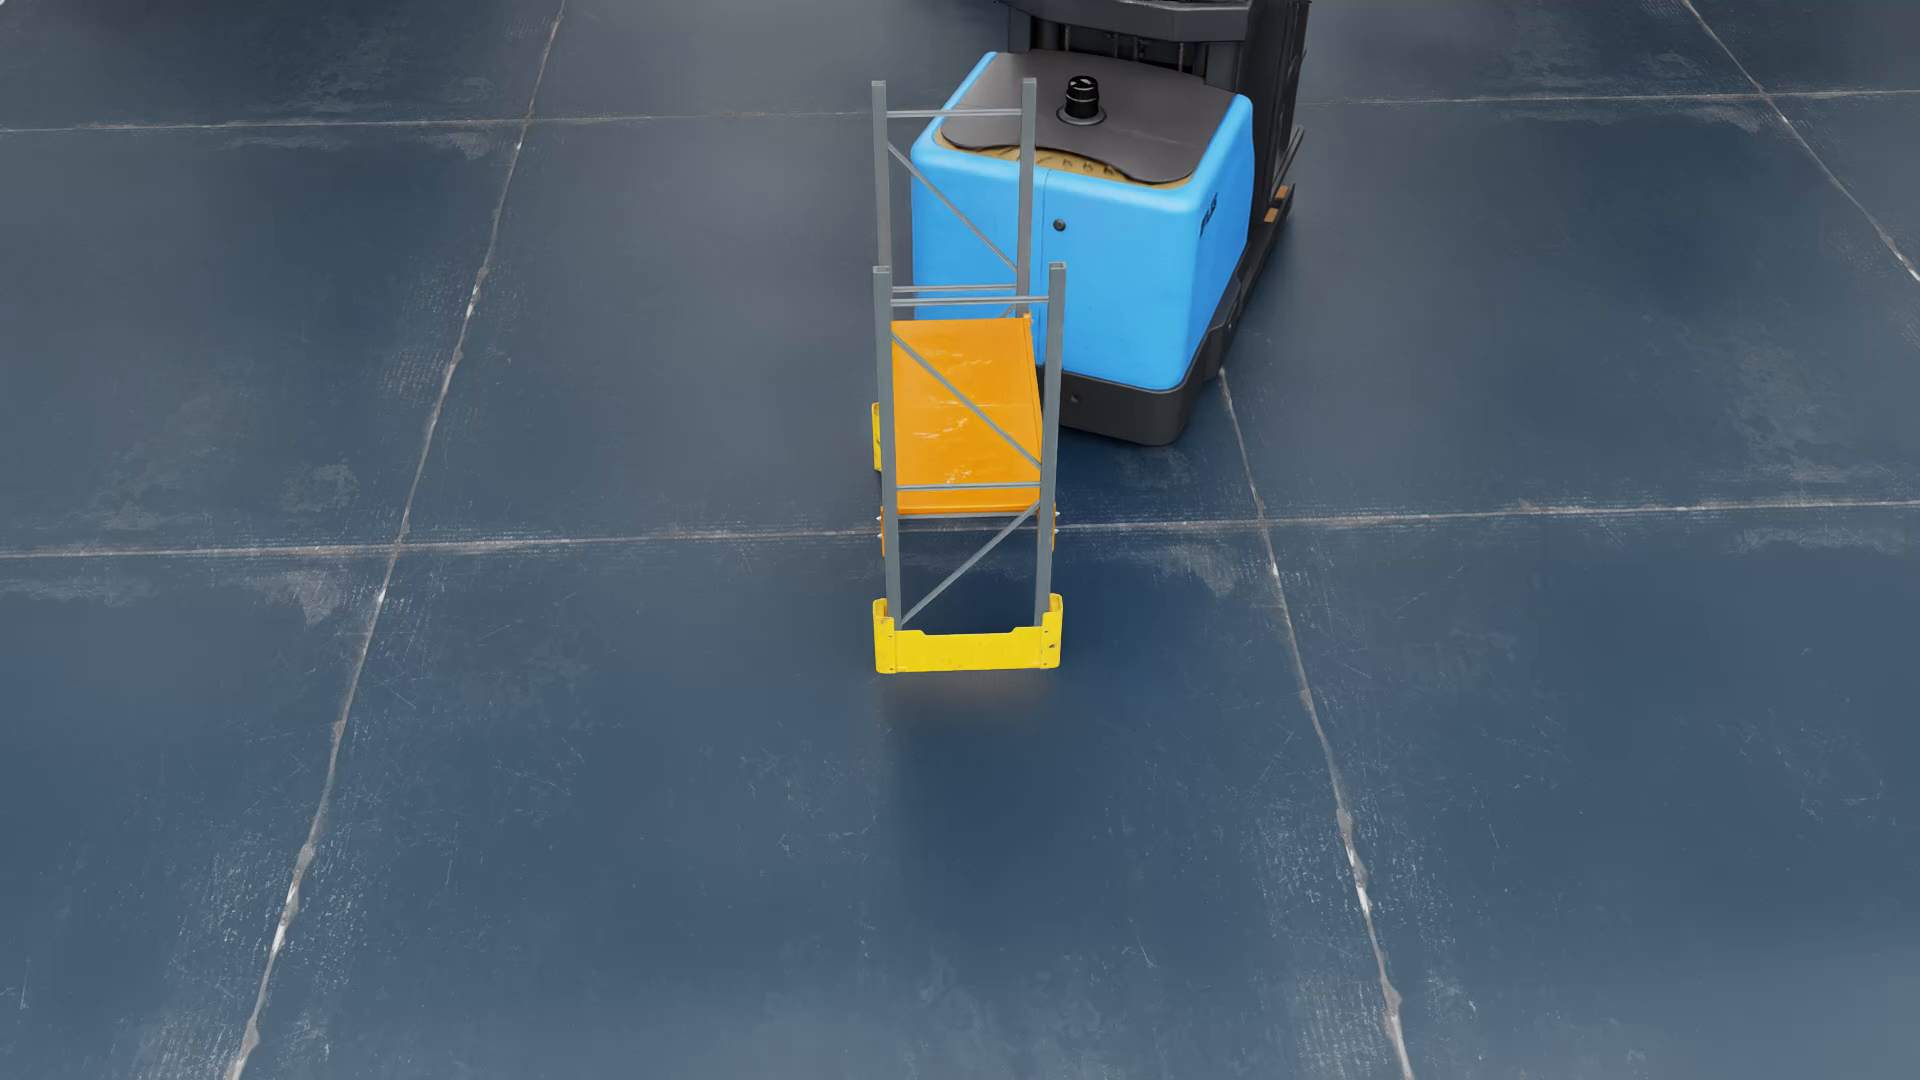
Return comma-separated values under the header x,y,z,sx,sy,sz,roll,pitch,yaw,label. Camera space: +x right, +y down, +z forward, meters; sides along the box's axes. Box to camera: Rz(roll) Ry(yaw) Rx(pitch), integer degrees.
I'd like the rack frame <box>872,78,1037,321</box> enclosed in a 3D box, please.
x,y,z,sx,sy,sz,roll,pitch,yaw,label
-0.018,-0.838,5.555,0.500,1.500,0.032,-2,43,-2,rack frame

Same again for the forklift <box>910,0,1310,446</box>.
x,y,z,sx,sy,sz,roll,pitch,yaw,label
0.813,-2.430,6.231,1.130,2.935,3.031,14,44,15,forklift

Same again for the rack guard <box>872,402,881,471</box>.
x,y,z,sx,sy,sz,roll,pitch,yaw,label
-0.018,-0.377,5.976,0.587,0.250,0.087,-2,43,-2,rack guard

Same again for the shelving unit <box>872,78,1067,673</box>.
x,y,z,sx,sy,sz,roll,pitch,yaw,label
0.003,-0.501,5.187,0.587,1.500,1.083,-2,43,-2,shelving unit

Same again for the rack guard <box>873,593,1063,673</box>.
x,y,z,sx,sy,sz,roll,pitch,yaw,label
0.024,0.296,5.243,0.587,0.250,0.087,-2,43,-2,rack guard

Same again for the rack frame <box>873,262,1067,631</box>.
x,y,z,sx,sy,sz,roll,pitch,yaw,label
0.025,-0.152,4.806,0.500,1.500,0.032,-2,43,-2,rack frame

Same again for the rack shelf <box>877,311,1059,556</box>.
x,y,z,sx,sy,sz,roll,pitch,yaw,label
0.004,-0.363,5.302,0.538,0.185,1.000,-2,43,-2,rack shelf
